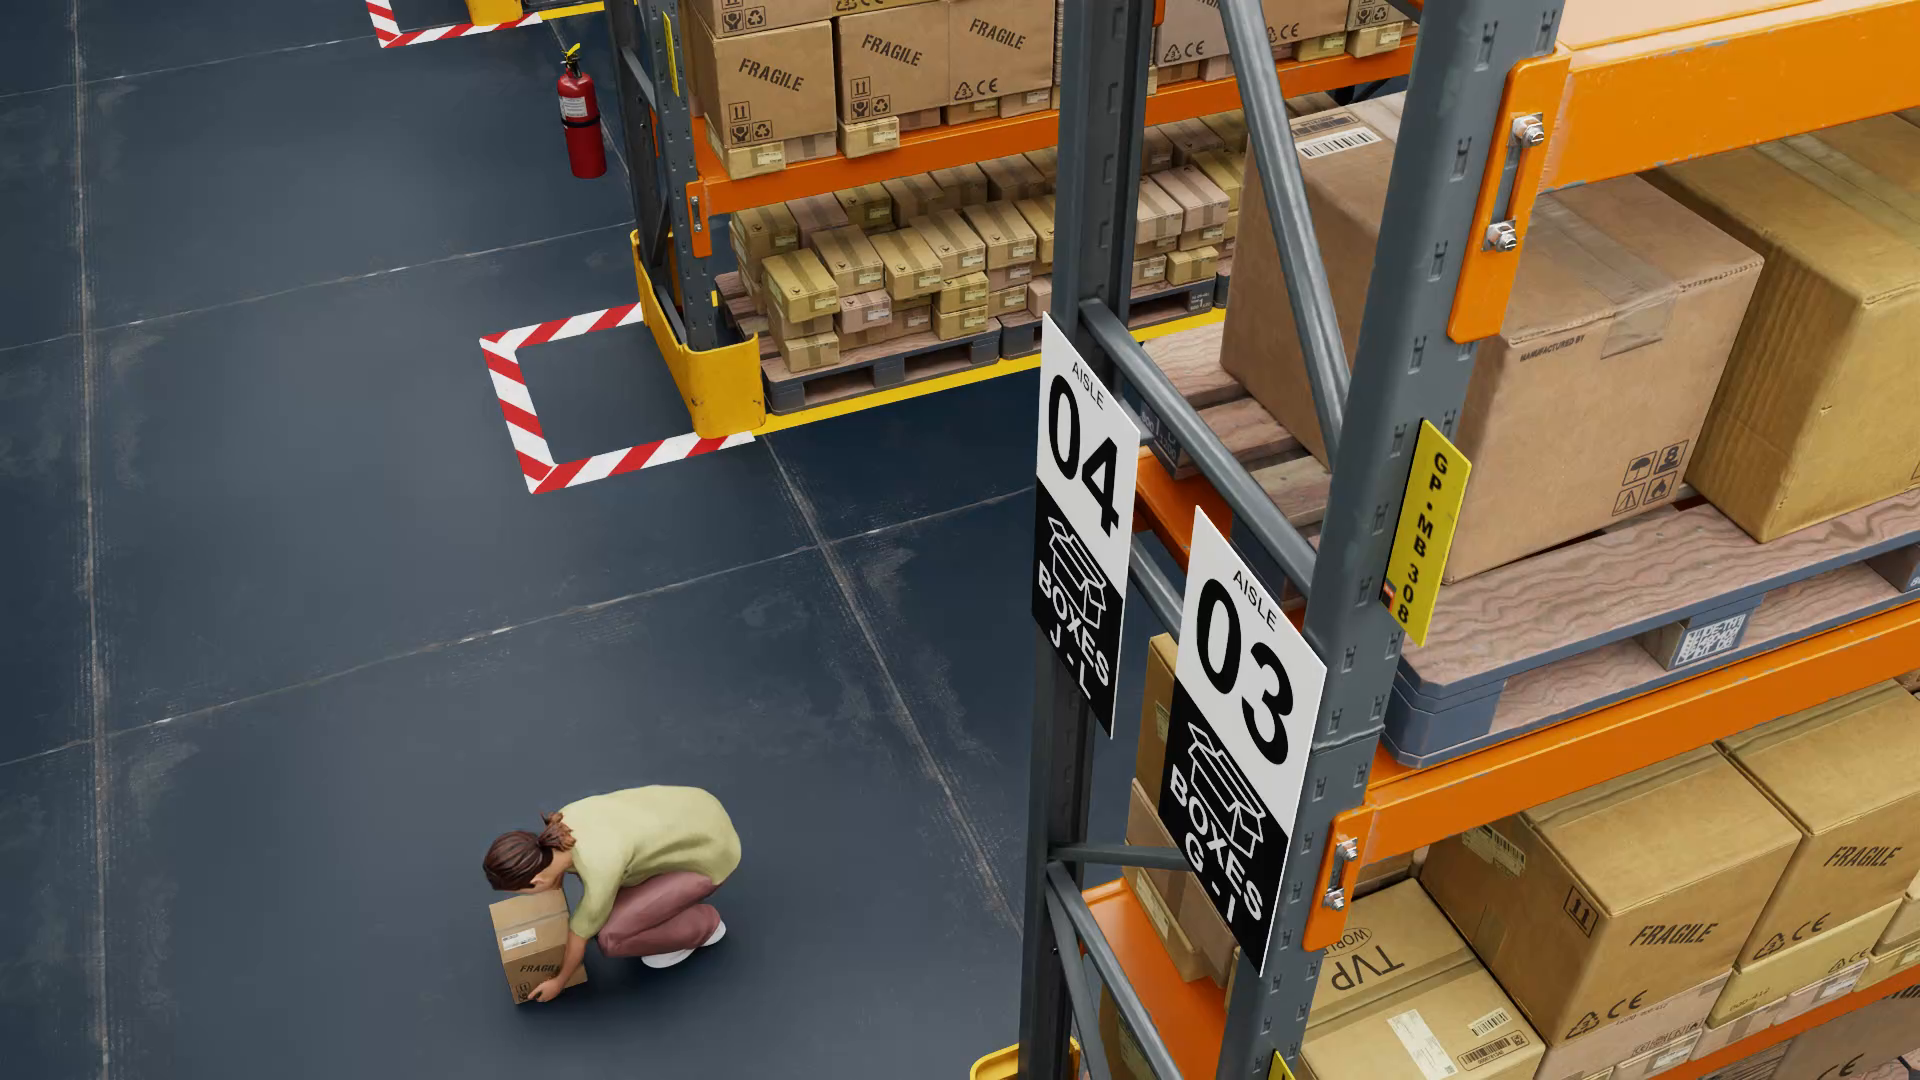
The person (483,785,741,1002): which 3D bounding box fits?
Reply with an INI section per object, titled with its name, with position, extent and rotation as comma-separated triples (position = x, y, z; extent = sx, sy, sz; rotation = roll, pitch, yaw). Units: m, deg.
[person]
position = -1.147, 1.137, 5.618
extent = 0.825, 0.803, 0.468
rotation = -16, 44, -17
